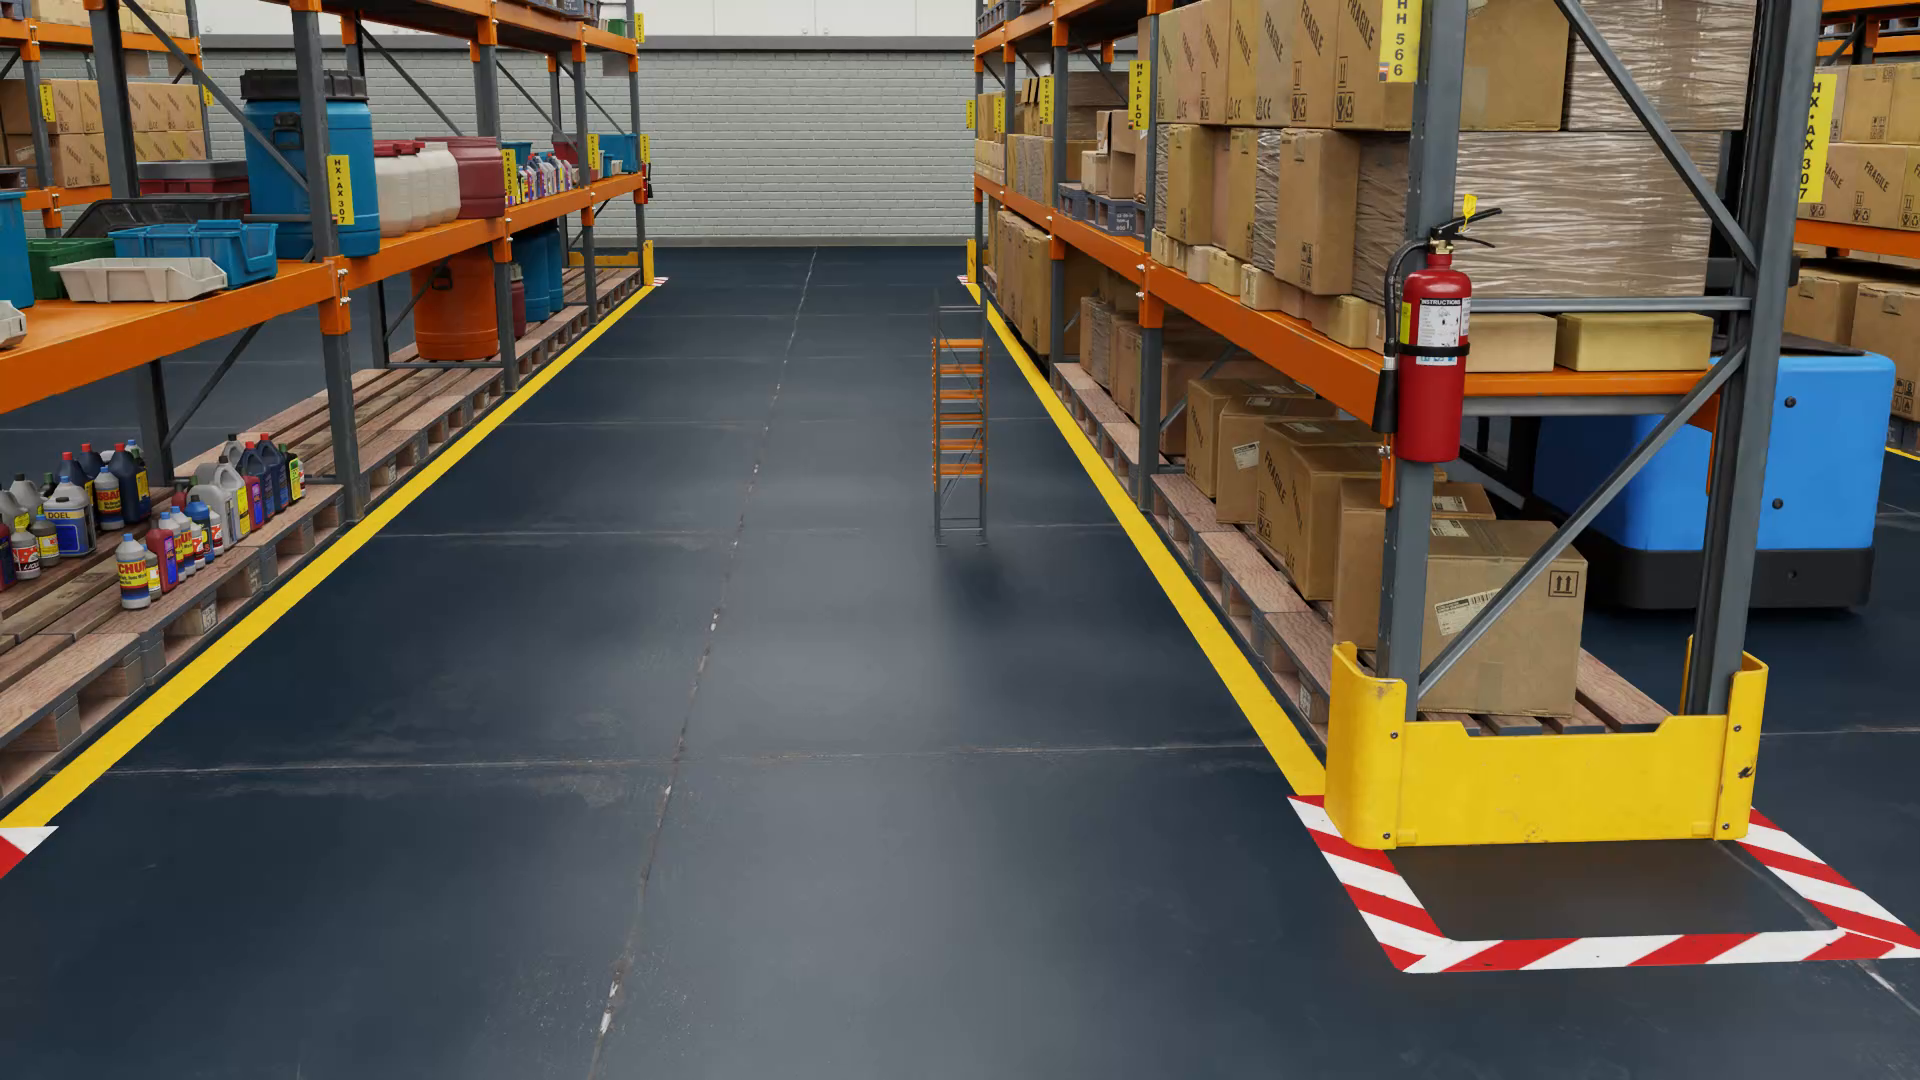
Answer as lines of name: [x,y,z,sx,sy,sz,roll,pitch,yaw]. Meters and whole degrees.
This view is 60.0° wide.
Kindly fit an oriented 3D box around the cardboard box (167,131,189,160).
cardboard box: [-8.870,-4.258,18.354,0.500,0.500,0.500,-1,14,-3]

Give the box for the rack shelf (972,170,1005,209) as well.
rack shelf: [0.807,-3.752,18.031,1.077,0.370,4.000,-1,14,-3]

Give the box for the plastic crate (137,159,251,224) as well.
plastic crate: [-3.853,-1.683,8.420,0.402,0.464,0.583,-1,14,-3]

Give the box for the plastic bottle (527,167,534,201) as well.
plastic bottle: [-3.521,-2.898,13.529,0.097,0.271,0.097,0,14,0]

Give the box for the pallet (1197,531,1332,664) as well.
pallet: [1.582,0.208,6.794,1.003,0.211,1.213,-1,14,-3]

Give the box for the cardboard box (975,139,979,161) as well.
cardboard box: [0.443,-4.545,19.376,0.500,0.250,0.500,-1,14,-5]

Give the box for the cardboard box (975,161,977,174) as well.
cardboard box: [0.375,-4.382,19.543,0.380,0.149,0.250,-1,14,-3]

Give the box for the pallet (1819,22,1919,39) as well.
pallet: [10.630,-5.976,19.390,1.003,0.211,1.213,-1,14,-3]

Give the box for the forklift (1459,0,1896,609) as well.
forklift: [3.111,-1.453,7.791,1.130,2.935,3.031,-1,14,-2]

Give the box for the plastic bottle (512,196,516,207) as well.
plastic bottle: [-3.498,-2.699,12.745,0.152,0.276,0.135,-1,14,-3]

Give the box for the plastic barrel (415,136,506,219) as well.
plastic barrel: [-3.434,-2.486,11.398,0.600,0.536,0.708,-1,14,-3]

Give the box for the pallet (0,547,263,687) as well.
pallet: [-3.439,0.286,6.492,1.003,0.211,1.213,-1,14,-3]

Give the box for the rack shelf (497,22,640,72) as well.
rack shelf: [-4.137,-5.128,17.360,1.077,0.370,4.000,-1,14,-3]

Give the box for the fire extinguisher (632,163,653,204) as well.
fire extinguisher: [-3.817,-4.347,19.807,0.296,0.674,0.183,-1,14,-3]

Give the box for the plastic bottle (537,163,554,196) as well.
plastic bottle: [-3.604,-3.123,14.394,0.152,0.276,0.135,-1,14,-3]

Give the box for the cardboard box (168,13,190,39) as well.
cardboard box: [-8.910,-5.702,18.448,0.500,0.250,0.500,-1,14,-3]

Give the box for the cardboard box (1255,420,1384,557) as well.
cardboard box: [1.571,-0.210,6.997,0.500,0.500,0.500,-2,15,-8]

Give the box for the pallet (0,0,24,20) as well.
pallet: [-8.987,-4.649,14.433,1.213,0.211,1.003,-1,14,-3]

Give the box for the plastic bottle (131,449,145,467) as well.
plastic bottle: [-3.782,-0.270,7.624,0.061,0.283,0.133,-1,14,-3]

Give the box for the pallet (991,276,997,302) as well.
pallet: [0.883,-2.747,18.278,1.003,0.211,1.213,-1,14,-3]

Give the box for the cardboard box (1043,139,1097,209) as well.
cardboard box: [0.900,-2.775,12.592,0.500,0.500,0.500,0,14,-2]

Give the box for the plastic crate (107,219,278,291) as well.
plastic crate: [-3.178,-1.193,6.944,0.499,0.251,0.616,-1,14,-3]

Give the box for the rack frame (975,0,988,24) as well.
rack frame: [0.683,-7.503,19.127,1.000,3.000,0.127,-1,14,-3]

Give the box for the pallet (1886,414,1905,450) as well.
pallet: [6.181,-0.809,10.746,1.003,0.211,1.213,-1,14,-3]

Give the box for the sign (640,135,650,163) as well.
sign: [-3.713,-4.612,19.606,0.100,0.325,0.005,-1,14,-3]

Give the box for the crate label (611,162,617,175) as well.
crate label: [-3.984,-4.081,18.277,0.396,0.136,0.243,-1,14,-3]

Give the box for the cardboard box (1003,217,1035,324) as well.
cardboard box: [1.046,-2.396,14.740,1.225,0.875,0.875,-1,14,-5]

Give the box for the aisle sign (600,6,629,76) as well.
aisle sign: [-3.973,-5.802,19.341,0.394,0.787,0.004,-1,14,-3]

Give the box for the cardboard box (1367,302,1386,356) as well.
cardboard box: [1.435,-0.626,4.945,0.380,0.149,0.250,-1,14,-3]

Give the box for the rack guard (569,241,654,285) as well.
rack guard: [-4.275,-3.316,19.912,1.175,0.500,0.348,-1,14,-3]

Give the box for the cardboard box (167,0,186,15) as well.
cardboard box: [-8.919,-5.944,18.385,0.500,0.250,0.500,-1,14,-3]

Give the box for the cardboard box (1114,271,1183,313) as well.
cardboard box: [1.293,-1.676,11.147,0.500,0.250,0.500,1,14,3]

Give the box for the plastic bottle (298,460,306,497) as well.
plastic bottle: [-3.184,-0.309,7.940,0.097,0.201,0.097,0,14,0]

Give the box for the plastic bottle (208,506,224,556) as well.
plastic bottle: [-3.117,-0.041,6.900,0.097,0.201,0.097,0,14,0]

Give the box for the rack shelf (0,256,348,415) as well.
rack shelf: [-3.393,-0.691,6.135,1.077,0.370,4.000,-1,14,-3]

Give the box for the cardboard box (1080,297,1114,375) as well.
cardboard box: [1.240,-1.444,11.752,0.700,0.500,0.500,-2,15,-6]

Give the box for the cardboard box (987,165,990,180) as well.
cardboard box: [0.490,-3.935,17.803,0.380,0.149,0.250,-1,14,-3]

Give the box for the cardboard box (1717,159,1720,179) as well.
cardboard box: [5.646,-2.857,12.770,0.380,0.149,0.250,-1,14,-3]

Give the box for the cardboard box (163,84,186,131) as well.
cardboard box: [-8.871,-4.746,18.245,0.500,0.500,0.500,0,14,-2]

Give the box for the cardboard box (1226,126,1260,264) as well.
cardboard box: [1.509,-1.320,6.339,0.875,0.500,0.500,-1,14,-3]

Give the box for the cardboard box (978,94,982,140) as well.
cardboard box: [0.474,-4.784,18.800,0.500,0.500,0.500,-1,14,-5]

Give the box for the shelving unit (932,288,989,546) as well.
shelving unit: [0.001,-0.577,7.863,0.258,1.200,0.189,-1,14,-3]

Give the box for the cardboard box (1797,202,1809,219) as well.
cardboard box: [5.928,-2.465,11.388,0.500,0.500,0.500,-1,14,-4]

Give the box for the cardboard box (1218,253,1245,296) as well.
cardboard box: [1.245,-1.060,6.632,0.380,0.149,0.250,-1,14,-3]

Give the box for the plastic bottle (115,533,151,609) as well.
plastic bottle: [-3.071,0.111,6.168,0.097,0.271,0.097,0,14,0]

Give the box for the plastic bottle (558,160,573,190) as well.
plastic bottle: [-3.666,-3.373,15.365,0.152,0.276,0.135,-1,14,-3]

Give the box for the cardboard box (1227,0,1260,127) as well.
cardboard box: [1.305,-1.801,6.202,0.500,0.500,0.500,-1,14,-3]

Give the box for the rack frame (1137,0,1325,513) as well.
rack frame: [1.426,-1.613,8.276,1.000,3.000,0.127,-1,14,-3]

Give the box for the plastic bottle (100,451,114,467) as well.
plastic bottle: [-3.888,-0.265,7.618,0.152,0.276,0.135,0,14,-1]

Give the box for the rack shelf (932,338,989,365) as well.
rack shelf: [0.001,-0.883,7.784,0.258,0.103,0.180,-1,14,-3]

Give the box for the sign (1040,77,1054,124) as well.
sign: [0.625,-3.159,11.961,0.100,0.325,0.005,-1,14,-3]
